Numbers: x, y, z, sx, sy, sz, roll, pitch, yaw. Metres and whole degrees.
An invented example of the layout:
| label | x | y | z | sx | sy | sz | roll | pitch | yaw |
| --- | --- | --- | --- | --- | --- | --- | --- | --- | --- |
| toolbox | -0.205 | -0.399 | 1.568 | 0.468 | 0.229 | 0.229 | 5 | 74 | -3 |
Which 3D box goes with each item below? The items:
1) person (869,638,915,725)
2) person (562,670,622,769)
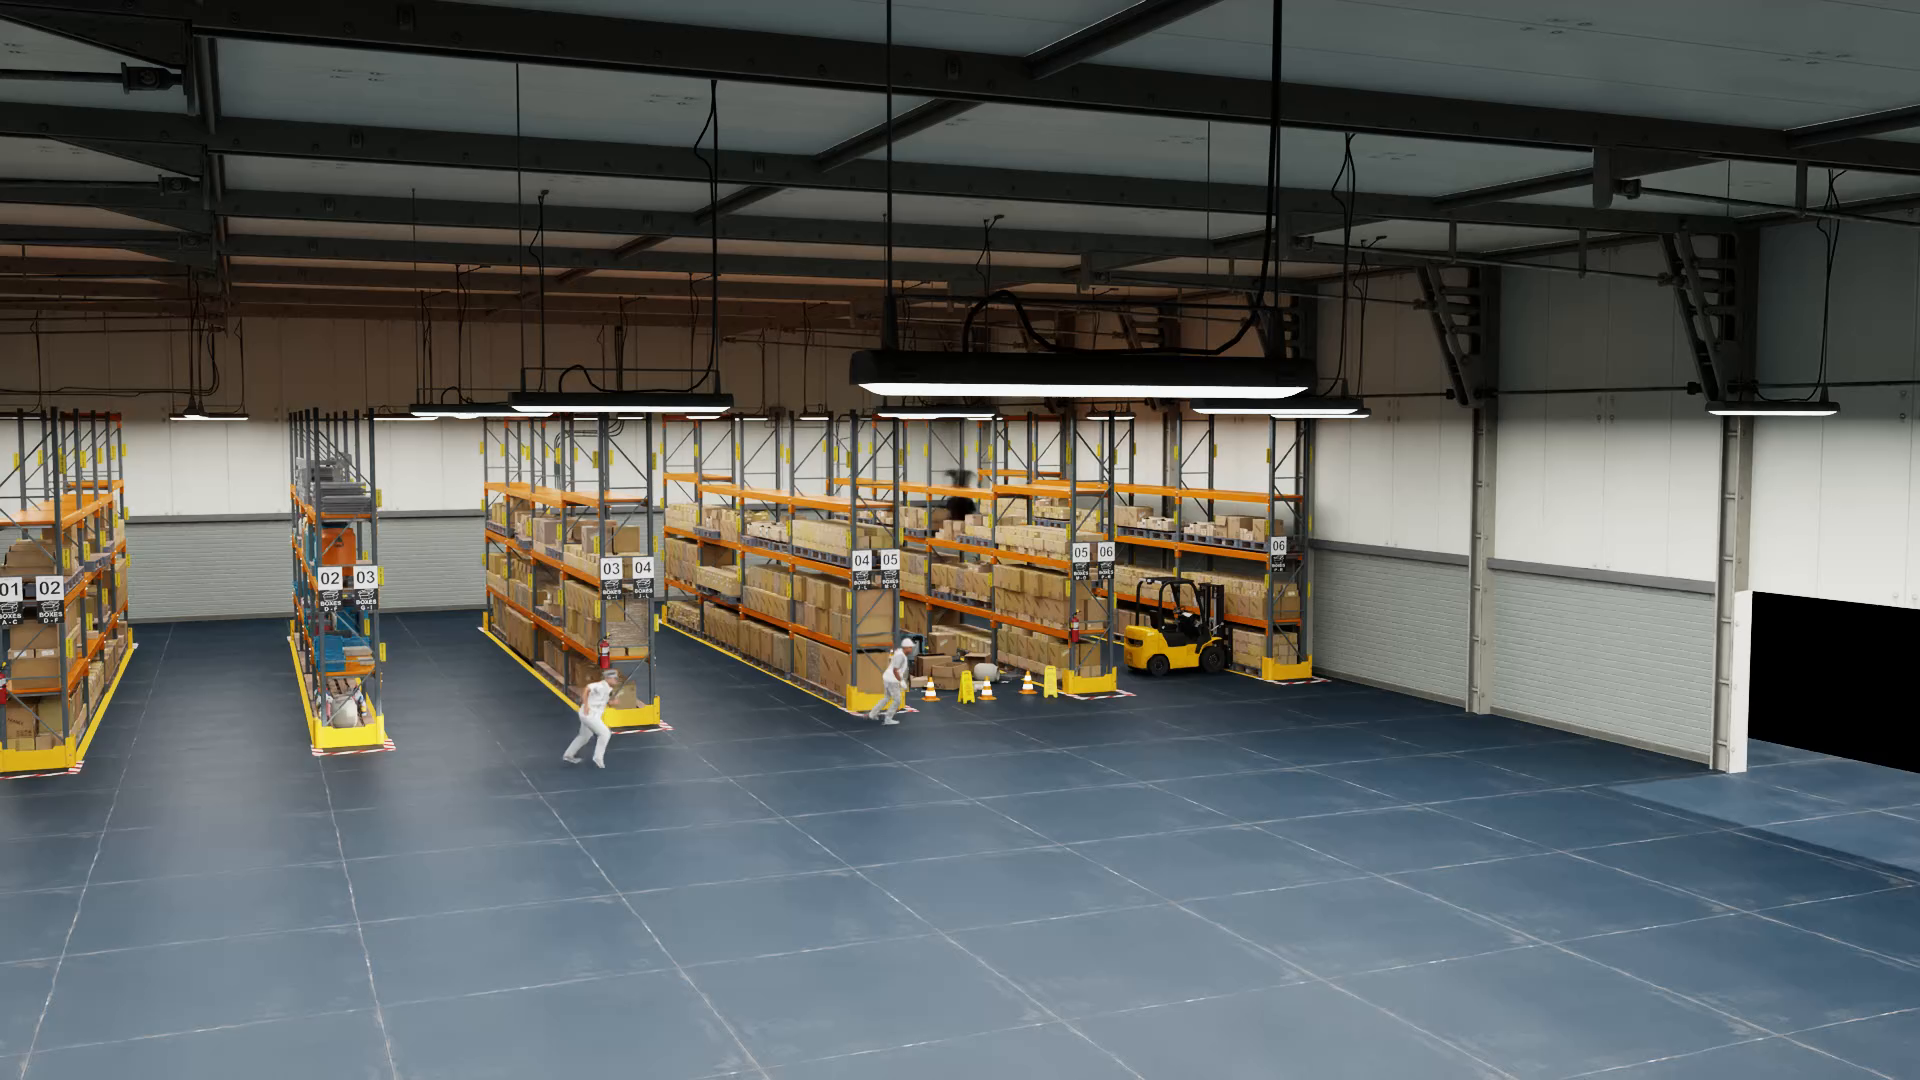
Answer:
| label | x | y | z | sx | sy | sz | roll | pitch | yaw |
| --- | --- | --- | --- | --- | --- | --- | --- | --- | --- |
| person | -1.295 | 2.680 | 31.599 | 0.890 | 1.656 | 0.714 | 0 | 4 | -4 |
| person | -6.137 | 3.003 | 27.635 | 1.017 | 1.703 | 0.712 | 0 | 4 | 2 |
